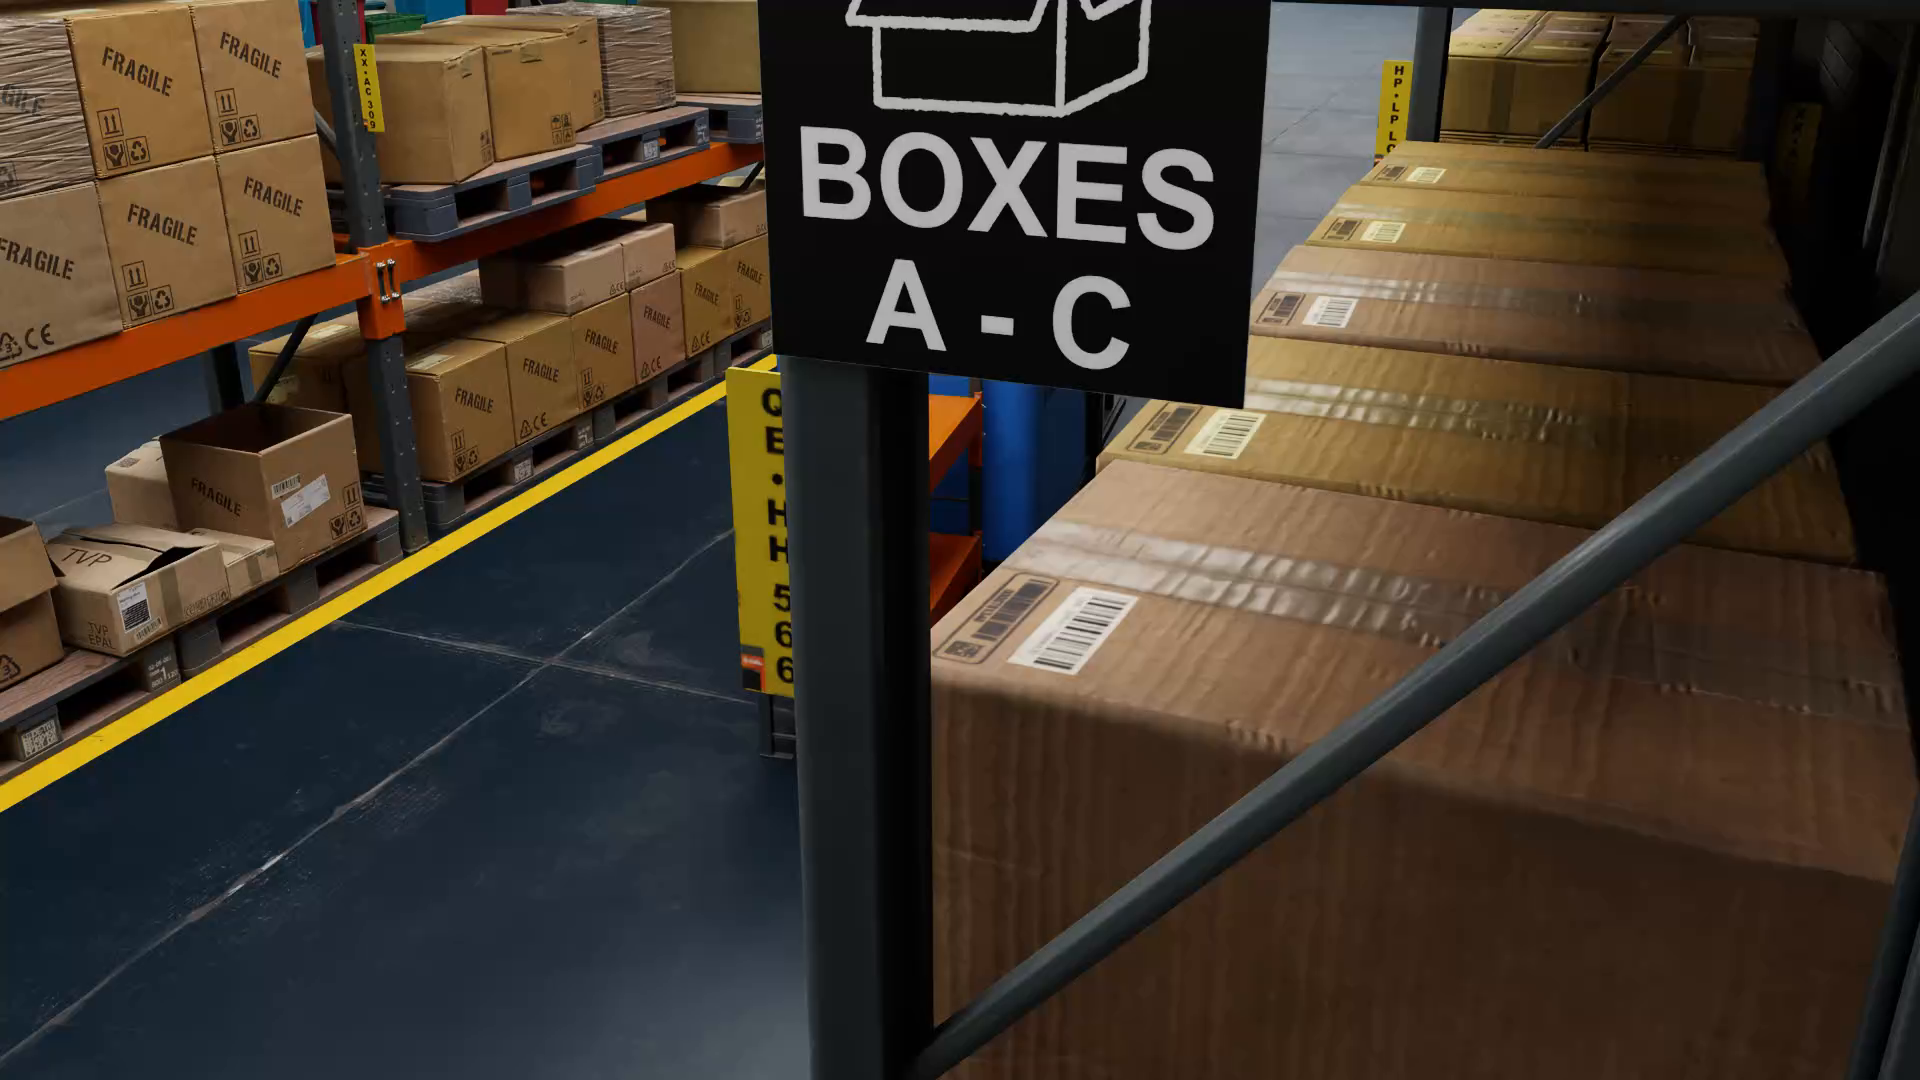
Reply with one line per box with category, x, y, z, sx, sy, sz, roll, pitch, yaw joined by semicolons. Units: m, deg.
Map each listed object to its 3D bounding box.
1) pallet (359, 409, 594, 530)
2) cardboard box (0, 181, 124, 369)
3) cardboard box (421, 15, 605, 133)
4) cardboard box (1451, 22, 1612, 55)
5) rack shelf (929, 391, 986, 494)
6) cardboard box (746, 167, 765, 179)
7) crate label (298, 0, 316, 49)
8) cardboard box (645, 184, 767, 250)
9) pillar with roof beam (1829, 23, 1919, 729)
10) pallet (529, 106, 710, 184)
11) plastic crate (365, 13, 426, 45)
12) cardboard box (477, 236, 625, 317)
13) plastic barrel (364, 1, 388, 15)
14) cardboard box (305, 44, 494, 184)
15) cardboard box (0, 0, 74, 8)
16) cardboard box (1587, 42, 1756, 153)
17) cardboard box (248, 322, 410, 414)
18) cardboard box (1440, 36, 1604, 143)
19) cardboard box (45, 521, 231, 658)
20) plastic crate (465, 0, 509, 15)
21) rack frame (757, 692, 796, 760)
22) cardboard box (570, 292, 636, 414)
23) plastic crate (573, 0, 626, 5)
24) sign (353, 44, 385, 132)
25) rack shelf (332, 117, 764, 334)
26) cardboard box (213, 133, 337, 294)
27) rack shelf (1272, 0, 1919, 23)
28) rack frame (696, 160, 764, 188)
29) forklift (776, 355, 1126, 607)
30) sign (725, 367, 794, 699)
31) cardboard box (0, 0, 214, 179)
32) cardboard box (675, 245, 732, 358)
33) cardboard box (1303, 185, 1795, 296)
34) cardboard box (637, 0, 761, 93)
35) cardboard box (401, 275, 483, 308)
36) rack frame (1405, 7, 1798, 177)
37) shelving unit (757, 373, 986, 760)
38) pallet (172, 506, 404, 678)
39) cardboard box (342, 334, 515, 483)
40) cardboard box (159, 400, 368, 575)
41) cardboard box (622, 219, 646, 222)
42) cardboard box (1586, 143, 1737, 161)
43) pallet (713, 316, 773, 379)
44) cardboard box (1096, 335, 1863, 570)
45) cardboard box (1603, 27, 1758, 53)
pallet;-2.514;-0.421;7.985;1.003;0.211;1.213;9;24;20
cardboard box;-3.107;-0.873;5.319;0.500;0.500;0.500;9;24;21
cardboard box;-2.182;-2.293;8.172;0.700;0.500;0.500;3;23;7
cardboard box;1.955;-1.628;5.741;0.500;0.250;0.500;9;24;21
rack shelf;-0.292;-0.242;5.610;0.538;0.278;1.000;6;23;13
cardboard box;-1.142;-2.436;11.486;0.500;0.311;0.500;8;24;19
crate label;-5.272;-3.887;12.617;0.502;0.435;0.616;9;24;20
cardboard box;-1.441;-1.850;9.486;0.500;0.250;0.500;10;25;22
pillar with roof beam;-1.634;-3.714;4.466;9.100;9.000;0.400;9;24;20
pallet;-2.013;-2.058;8.534;1.003;0.211;1.213;9;24;20
plastic crate;-4.792;-4.224;13.745;0.450;0.188;0.662;9;24;20
cardboard box;-2.003;-1.303;8.178;0.500;0.250;0.500;9;24;20
plastic barrel;-5.041;-4.470;14.238;0.301;0.262;0.301;0;23;0
cardboard box;-2.397;-1.789;6.967;0.700;0.500;0.500;1;23;2
cardboard box;-3.408;-1.606;5.776;0.500;0.500;0.500;8;24;18
cardboard box;2.233;-1.370;5.123;0.500;0.250;0.500;10;25;22
cardboard box;-2.864;-0.679;7.656;0.500;0.500;0.500;9;24;20
cardboard box;1.756;-1.446;5.306;0.500;0.250;0.500;9;24;21
cardboard box;-3.008;0.139;5.943;0.500;0.311;0.500;9;24;20
plastic crate;-4.303;-4.797;14.761;0.402;0.464;0.583;9;24;20
rack frame;-0.418;0.218;5.268;0.500;1.125;0.032;6;23;13
cardboard box;-1.994;-0.970;8.352;0.500;0.500;0.500;9;24;21
plastic crate;-3.640;-5.333;16.400;0.450;0.188;0.662;9;24;20
sign;-2.274;-1.736;6.392;0.100;0.325;0.005;9;24;20
rack shelf;-2.038;-1.795;8.590;1.077;0.370;4.000;9;24;20
cardboard box;-2.728;-1.242;6.202;0.500;0.500;0.500;9;24;21
rack shelf;1.077;-1.040;2.890;1.077;0.370;4.000;9;24;20
rack frame;-1.295;-2.843;10.165;1.000;3.000;0.127;9;24;20
forklift;0.155;-1.586;7.245;1.130;2.935;3.031;6;23;13
sign;-0.165;0.001;1.545;0.100;0.325;0.005;9;24;20
cardboard box;-2.916;-1.517;5.564;0.500;0.500;0.500;8;24;19
cardboard box;-1.617;-1.339;9.237;0.500;0.500;0.500;8;24;18
cardboard box;1.327;-0.390;3.903;0.980;0.700;0.700;8;24;19
cardboard box;-1.424;-2.842;9.486;0.700;0.500;0.500;1;23;2
cardboard box;-2.485;-1.034;8.506;0.500;0.500;0.500;9;24;21
rack frame;1.820;-0.704;5.043;1.000;3.000;0.127;9;24;20
shelving unit;-0.292;0.028;5.722;0.538;1.125;1.048;6;23;13
pallet;-3.037;0.121;6.687;1.003;0.211;1.213;9;24;20
cardboard box;-2.375;-0.599;7.466;0.500;0.500;0.500;8;24;18
cardboard box;-2.729;-0.217;6.550;0.500;0.500;0.500;9;24;20
cardboard box;-1.919;-1.583;9.819;0.500;0.500;0.500;8;24;18
cardboard box;2.225;-1.025;5.270;0.500;0.500;0.500;8;24;18
pallet;-1.607;-1.295;10.076;1.003;0.211;1.213;9;24;20
cardboard box;0.774;0.143;2.626;0.980;0.700;0.700;9;24;20
cardboard box;2.421;-1.558;5.573;0.500;0.250;0.500;9;24;21
